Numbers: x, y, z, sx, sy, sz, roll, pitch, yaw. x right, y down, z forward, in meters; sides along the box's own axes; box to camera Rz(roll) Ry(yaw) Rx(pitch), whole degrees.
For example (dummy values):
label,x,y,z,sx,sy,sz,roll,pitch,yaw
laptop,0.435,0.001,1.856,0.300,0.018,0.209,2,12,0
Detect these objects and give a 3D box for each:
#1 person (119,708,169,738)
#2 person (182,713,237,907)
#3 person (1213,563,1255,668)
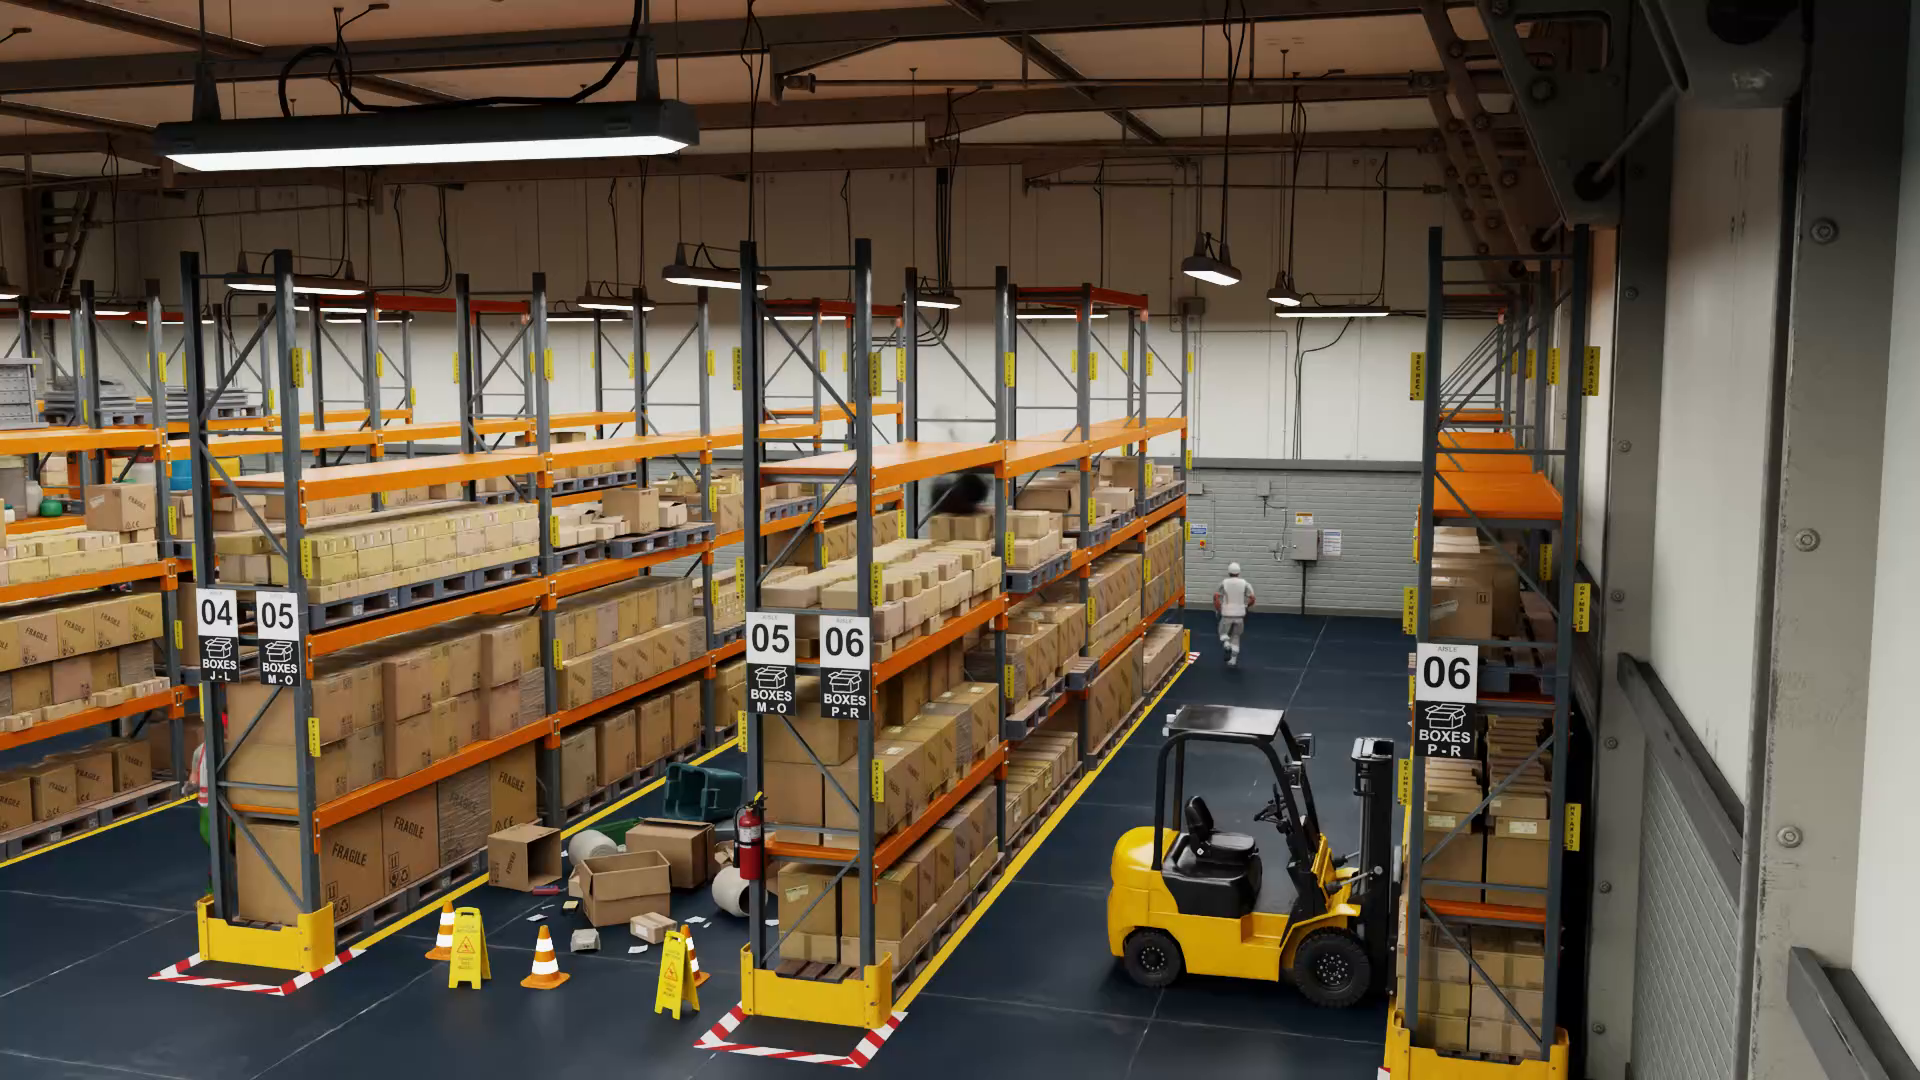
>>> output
label,x,y,z,sx,sy,sz,roll,pitch,yaw
person,-10.602,1.903,21.499,0.672,1.700,0.953,1,7,12
person,-6.986,2.512,15.756,0.658,1.768,0.971,1,6,7
person,4.512,1.245,27.431,0.687,1.750,0.635,0,6,4
